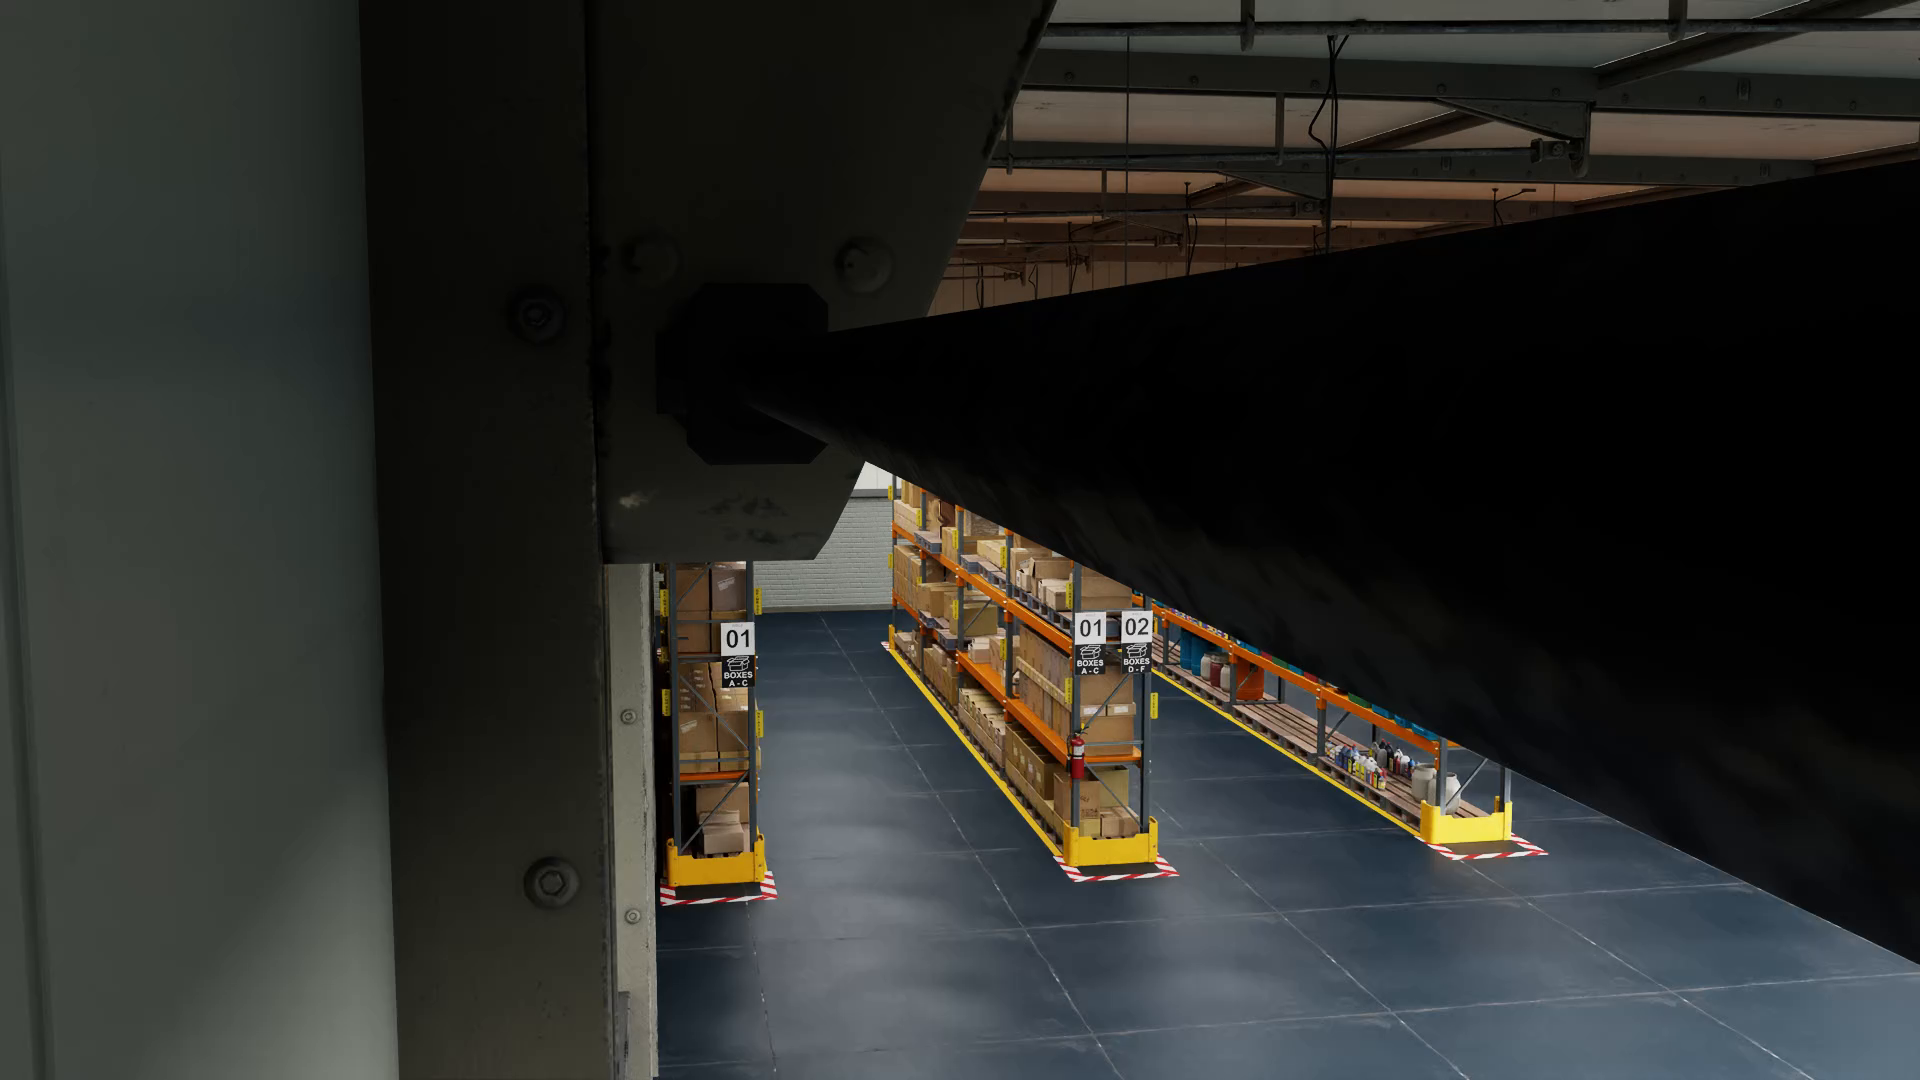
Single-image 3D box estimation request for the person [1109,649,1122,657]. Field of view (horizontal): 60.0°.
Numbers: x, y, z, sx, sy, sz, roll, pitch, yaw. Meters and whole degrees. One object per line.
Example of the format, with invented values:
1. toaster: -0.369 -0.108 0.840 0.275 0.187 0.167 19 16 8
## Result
1. person: 2.810 1.908 30.267 0.711 1.754 0.756 -3 7 -24
